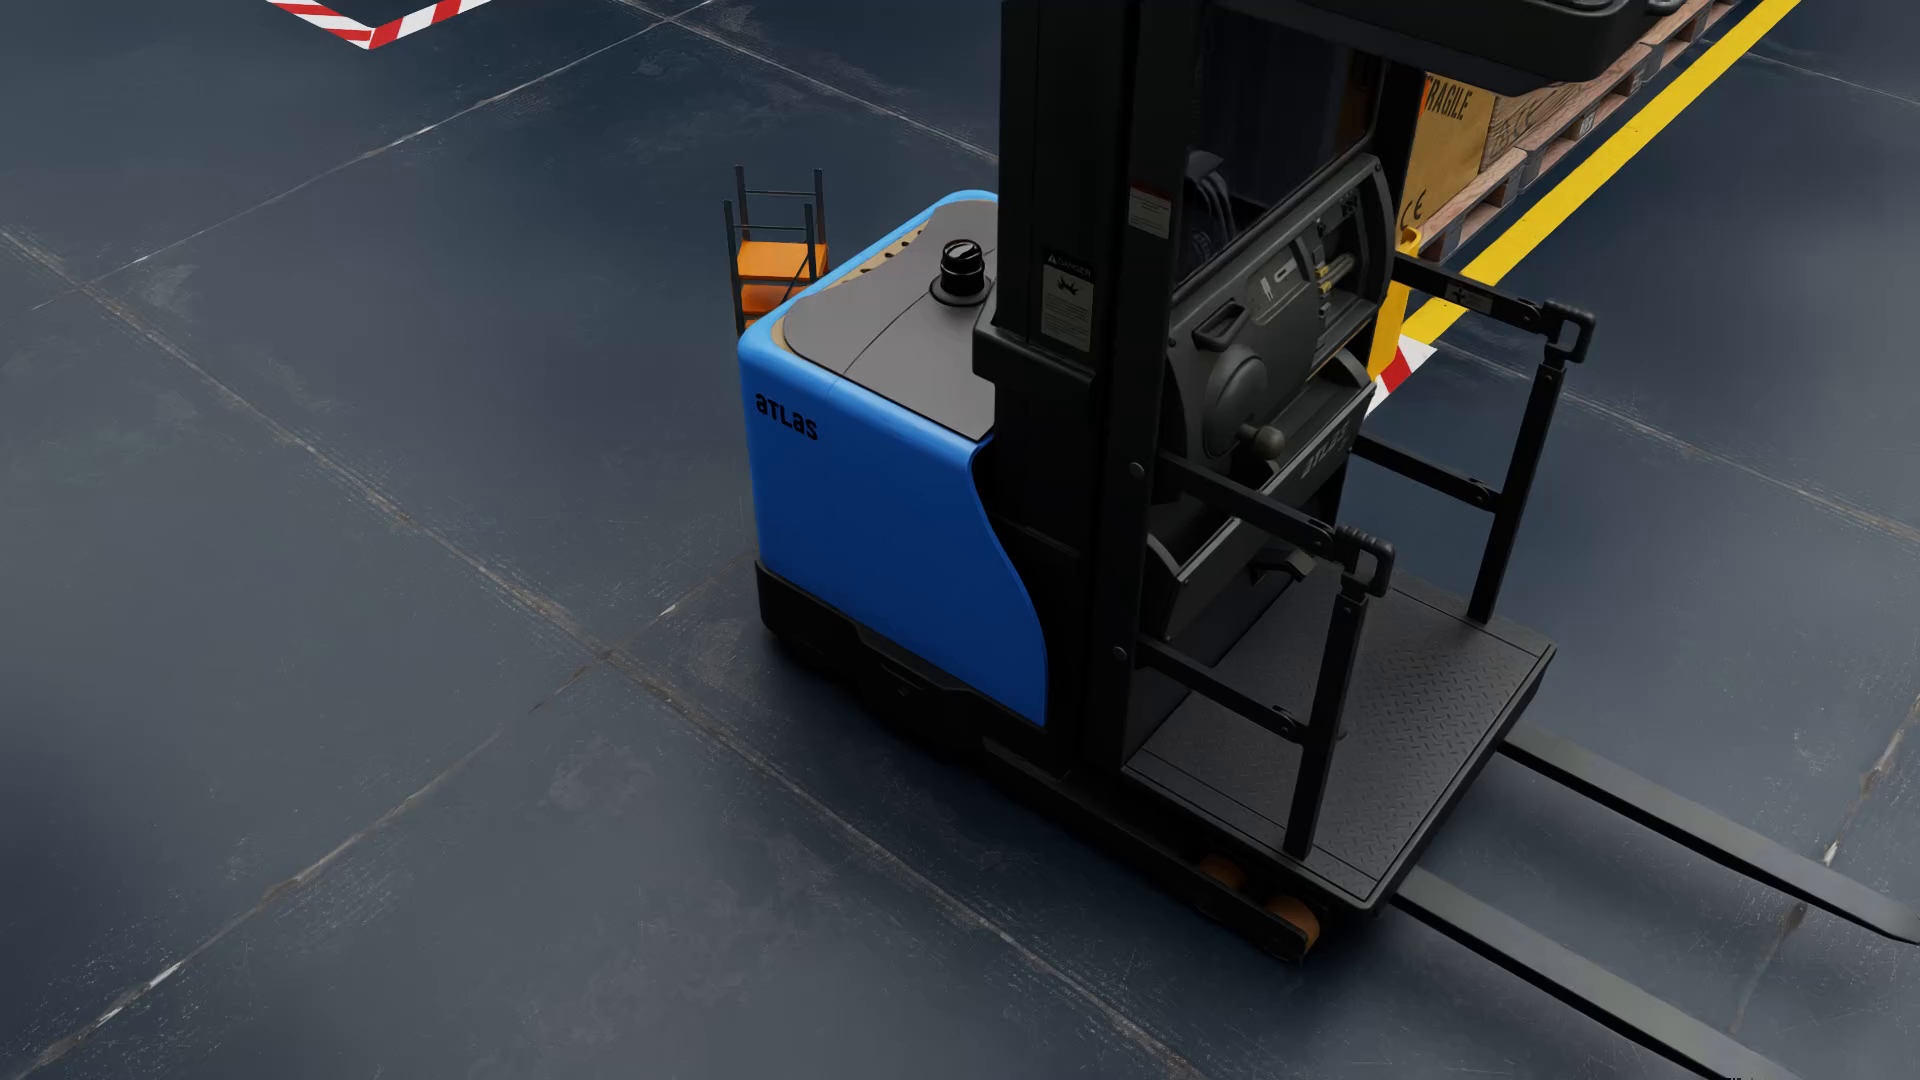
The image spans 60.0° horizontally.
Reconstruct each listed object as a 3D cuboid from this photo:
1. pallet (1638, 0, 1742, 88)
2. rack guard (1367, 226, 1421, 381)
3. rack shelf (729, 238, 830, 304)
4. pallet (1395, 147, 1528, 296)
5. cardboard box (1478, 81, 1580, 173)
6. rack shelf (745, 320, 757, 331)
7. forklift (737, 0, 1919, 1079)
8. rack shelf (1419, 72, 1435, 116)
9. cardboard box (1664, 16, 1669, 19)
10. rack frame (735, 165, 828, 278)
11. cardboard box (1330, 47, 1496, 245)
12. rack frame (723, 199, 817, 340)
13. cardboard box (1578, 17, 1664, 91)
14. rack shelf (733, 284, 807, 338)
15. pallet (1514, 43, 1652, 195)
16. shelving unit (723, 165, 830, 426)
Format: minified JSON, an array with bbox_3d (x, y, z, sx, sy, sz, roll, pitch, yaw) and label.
[{"bbox_3d":[3.075,-2.631,7.987,1.003,0.211,1.213,29,50,28],"label":"pallet"},{"bbox_3d":[1.034,-1.024,6.004,1.175,0.500,0.348,29,50,28],"label":"rack guard"},{"bbox_3d":[-0.510,-0.760,4.724,0.258,0.103,0.180,3,42,3],"label":"rack shelf"},{"bbox_3d":[1.504,-1.375,6.605,1.003,0.211,1.213,29,50,28],"label":"pallet"},{"bbox_3d":[1.986,-2.163,6.666,0.875,0.875,0.875,29,50,28],"label":"cardboard box"},{"bbox_3d":[-0.510,-0.582,4.886,0.258,0.103,0.180,3,42,3],"label":"rack shelf"},{"bbox_3d":[0.886,-0.457,3.573,3.031,2.935,1.130,28,49,27],"label":"forklift"},{"bbox_3d":[2.337,-2.724,6.551,1.077,0.370,4.000,29,50,28],"label":"rack shelf"},{"bbox_3d":[3.138,-3.085,7.680,0.875,0.875,0.875,29,50,28],"label":"cardboard box"},{"bbox_3d":[-0.502,-0.587,5.004,0.240,1.200,0.006,3,42,3],"label":"rack frame"},{"bbox_3d":[1.400,-1.694,6.151,0.875,0.875,0.875,29,50,28],"label":"cardboard box"},{"bbox_3d":[-0.517,-0.465,4.869,0.240,1.200,0.006,3,42,3],"label":"rack frame"},{"bbox_3d":[2.559,-2.621,7.170,0.875,0.875,0.875,29,50,28],"label":"cardboard box"},{"bbox_3d":[-0.510,-0.671,4.805,0.258,0.103,0.180,3,42,3],"label":"rack shelf"},{"bbox_3d":[2.290,-2.000,7.293,1.003,0.211,1.213,29,50,28],"label":"pallet"},{"bbox_3d":[-0.510,-0.526,4.937,0.258,1.200,0.189,3,42,3],"label":"shelving unit"}]
